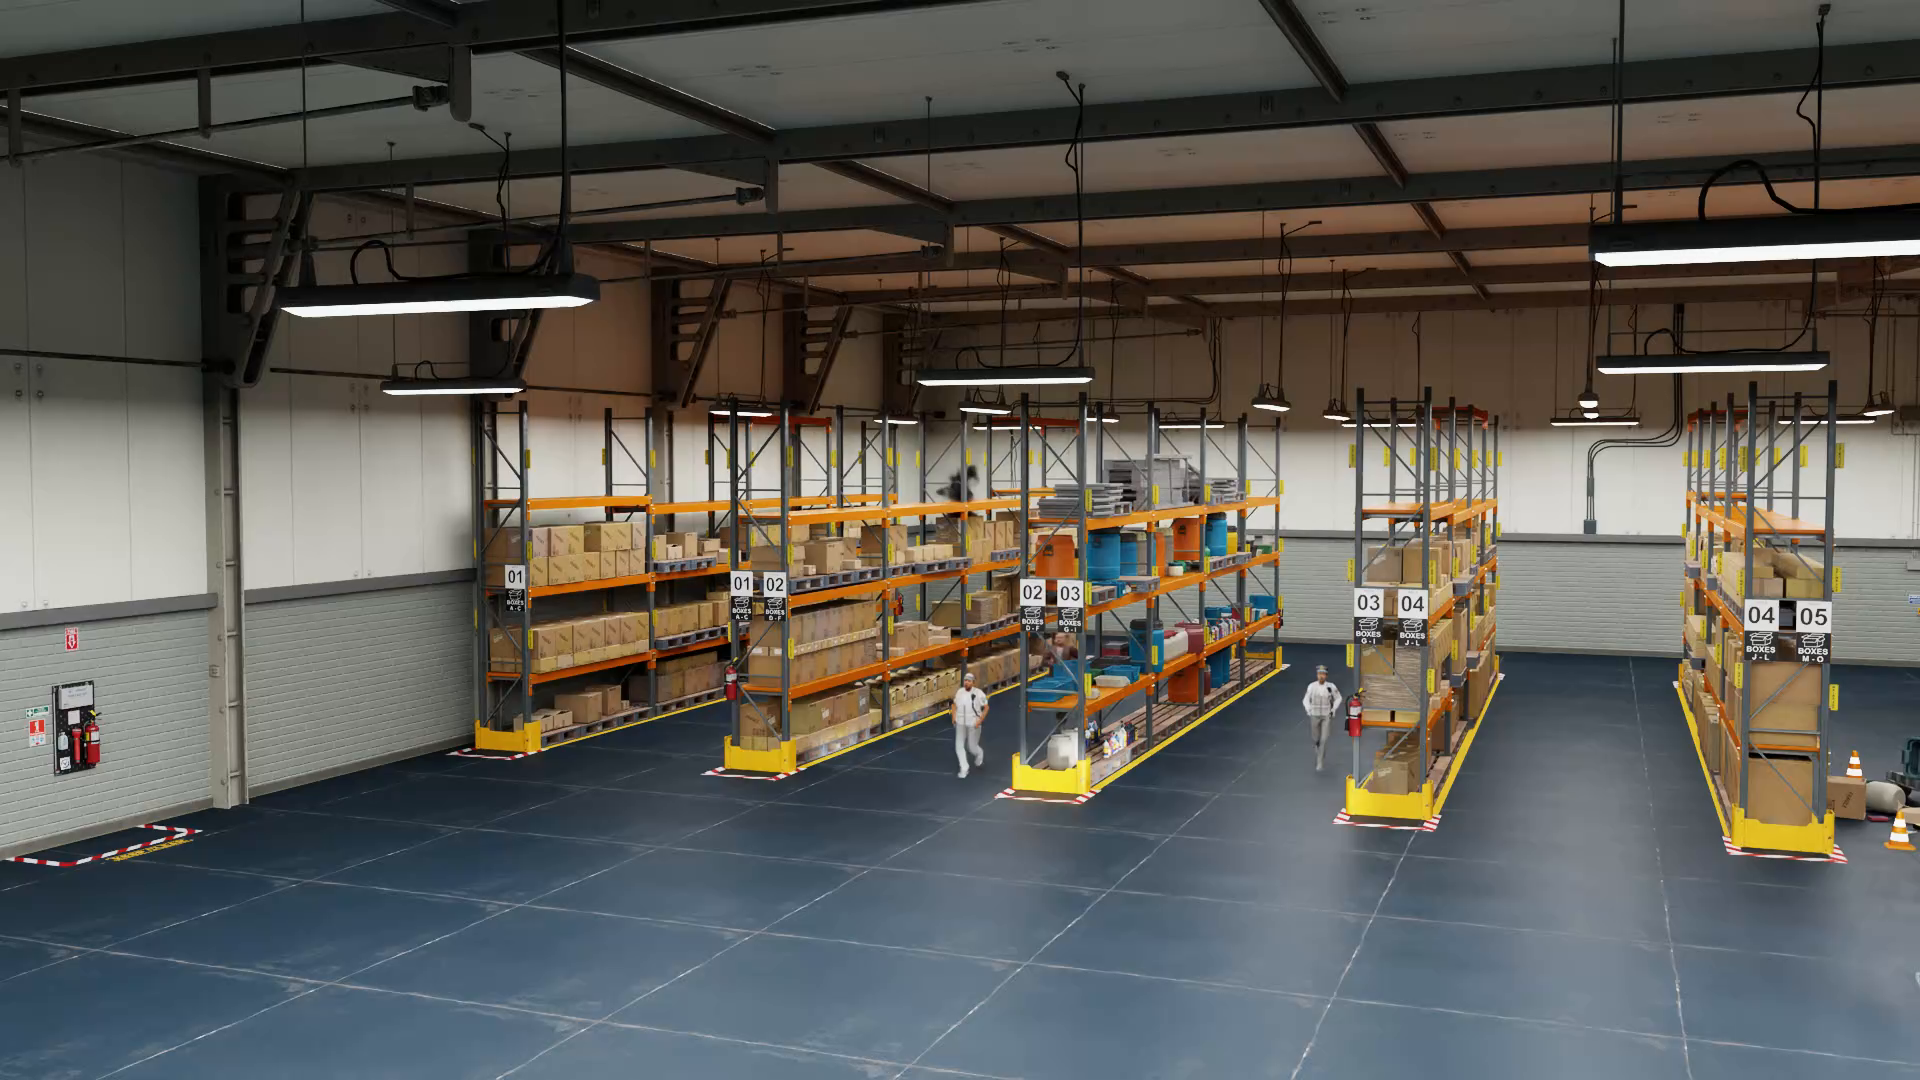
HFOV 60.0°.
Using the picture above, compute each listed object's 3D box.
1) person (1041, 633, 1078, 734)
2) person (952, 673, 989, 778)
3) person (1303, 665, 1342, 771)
[{"bbox_3d":[1.846,2.607,30.701,0.685,1.831,0.831,1,3,15],"label":"person"},{"bbox_3d":[0.156,2.922,26.410,0.644,1.640,0.691,1,3,20],"label":"person"},{"bbox_3d":[5.895,2.865,27.050,0.617,1.682,0.747,1,3,16],"label":"person"}]
